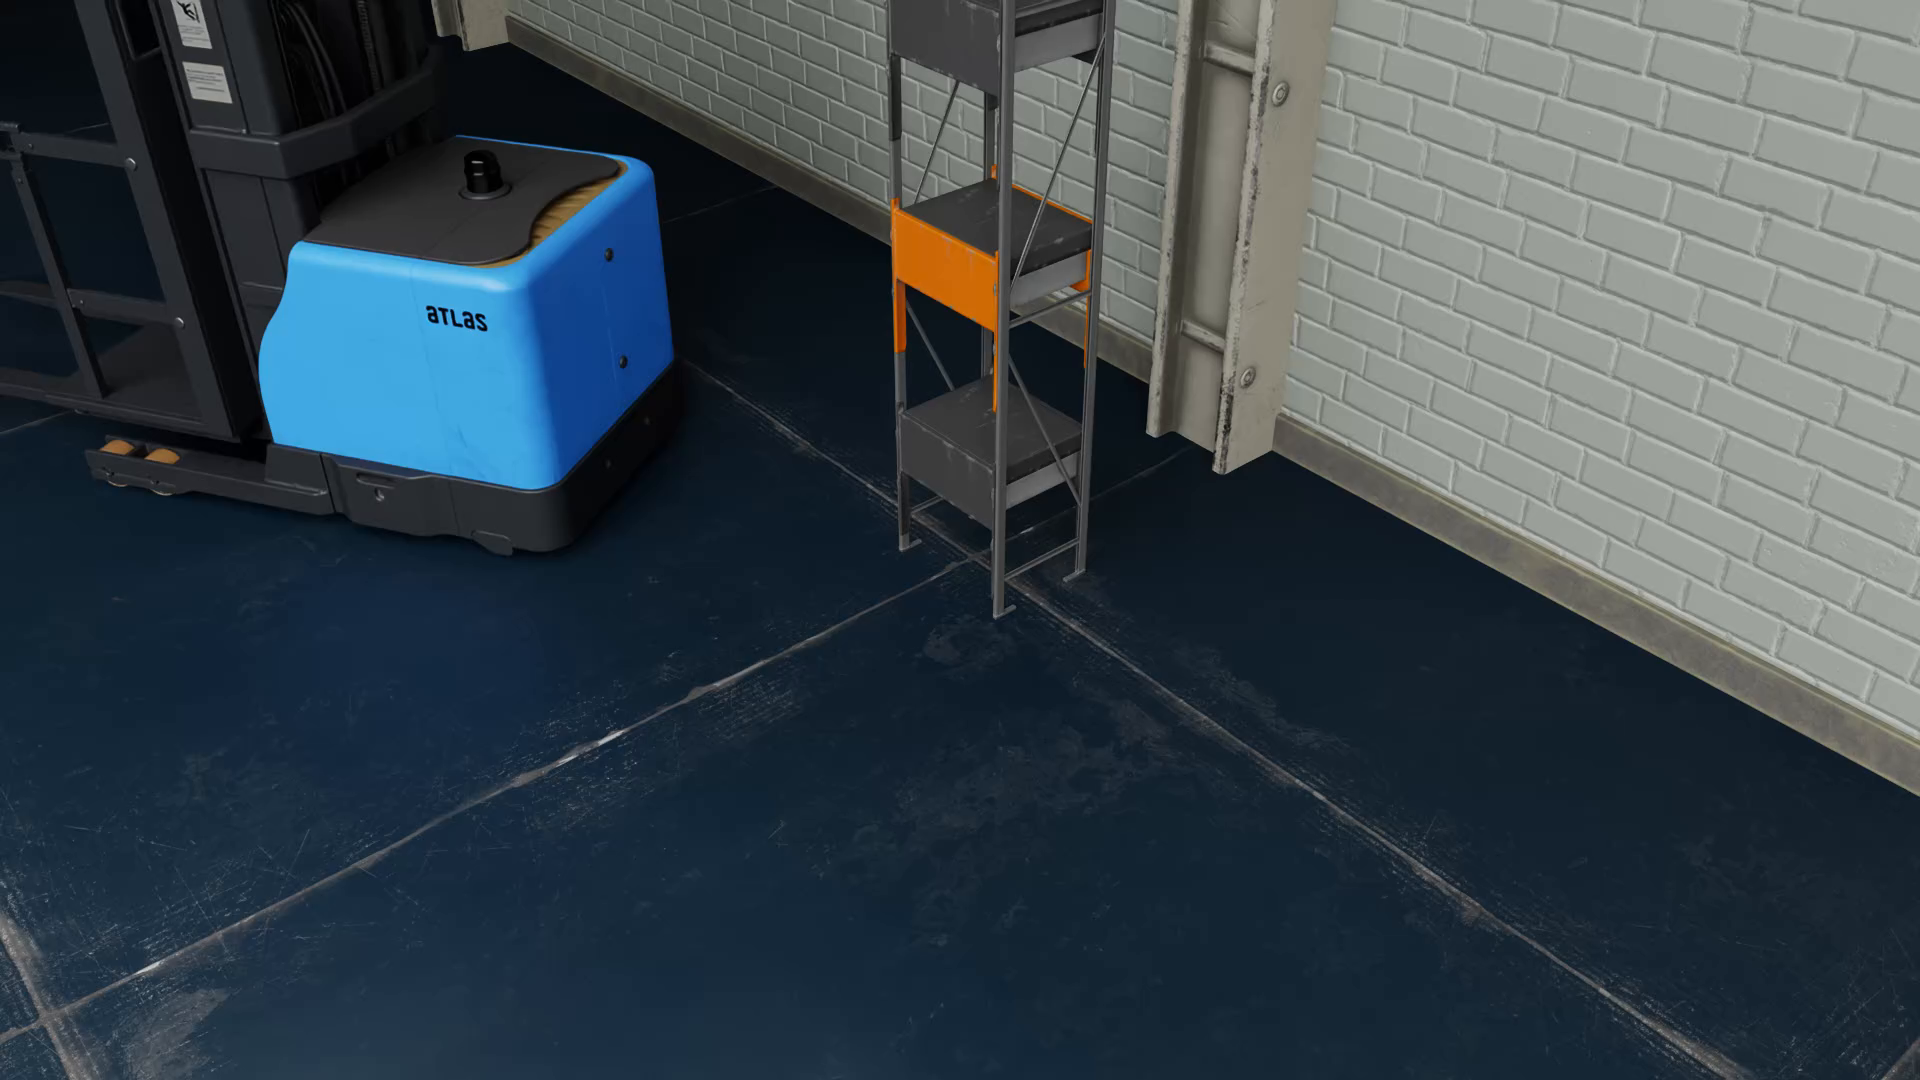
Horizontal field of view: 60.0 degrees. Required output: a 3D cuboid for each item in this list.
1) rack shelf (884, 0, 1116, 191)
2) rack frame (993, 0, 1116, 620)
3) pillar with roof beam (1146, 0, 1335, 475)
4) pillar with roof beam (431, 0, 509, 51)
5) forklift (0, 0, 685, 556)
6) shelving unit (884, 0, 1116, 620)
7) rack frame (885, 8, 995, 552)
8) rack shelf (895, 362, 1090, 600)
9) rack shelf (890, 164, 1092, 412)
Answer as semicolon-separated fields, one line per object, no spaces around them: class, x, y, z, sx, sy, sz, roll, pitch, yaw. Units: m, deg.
rack shelf;0.107;-1.344;4.643;0.431;0.518;0.480;-26;43;-32
rack frame;0.264;-0.676;4.888;0.400;2.100;0.015;-26;43;-32
pillar with roof beam;-2.340;-2.448;1.421;9.100;9.000;0.400;-26;43;-32
pillar with roof beam;-6.212;-5.097;5.161;9.100;9.000;0.400;-26;43;-32
forklift;-2.620;-1.634;5.521;3.031;2.935;1.130;10;37;14
shelving unit;0.107;-0.784;5.040;0.431;2.100;0.503;-26;43;-32
rack frame;-0.051;-0.892;5.192;0.400;2.100;0.015;-26;43;-32
rack shelf;0.107;-0.201;5.452;0.431;0.518;0.480;-26;43;-32
rack shelf;0.107;-0.773;5.048;0.431;0.518;0.480;-26;43;-32
